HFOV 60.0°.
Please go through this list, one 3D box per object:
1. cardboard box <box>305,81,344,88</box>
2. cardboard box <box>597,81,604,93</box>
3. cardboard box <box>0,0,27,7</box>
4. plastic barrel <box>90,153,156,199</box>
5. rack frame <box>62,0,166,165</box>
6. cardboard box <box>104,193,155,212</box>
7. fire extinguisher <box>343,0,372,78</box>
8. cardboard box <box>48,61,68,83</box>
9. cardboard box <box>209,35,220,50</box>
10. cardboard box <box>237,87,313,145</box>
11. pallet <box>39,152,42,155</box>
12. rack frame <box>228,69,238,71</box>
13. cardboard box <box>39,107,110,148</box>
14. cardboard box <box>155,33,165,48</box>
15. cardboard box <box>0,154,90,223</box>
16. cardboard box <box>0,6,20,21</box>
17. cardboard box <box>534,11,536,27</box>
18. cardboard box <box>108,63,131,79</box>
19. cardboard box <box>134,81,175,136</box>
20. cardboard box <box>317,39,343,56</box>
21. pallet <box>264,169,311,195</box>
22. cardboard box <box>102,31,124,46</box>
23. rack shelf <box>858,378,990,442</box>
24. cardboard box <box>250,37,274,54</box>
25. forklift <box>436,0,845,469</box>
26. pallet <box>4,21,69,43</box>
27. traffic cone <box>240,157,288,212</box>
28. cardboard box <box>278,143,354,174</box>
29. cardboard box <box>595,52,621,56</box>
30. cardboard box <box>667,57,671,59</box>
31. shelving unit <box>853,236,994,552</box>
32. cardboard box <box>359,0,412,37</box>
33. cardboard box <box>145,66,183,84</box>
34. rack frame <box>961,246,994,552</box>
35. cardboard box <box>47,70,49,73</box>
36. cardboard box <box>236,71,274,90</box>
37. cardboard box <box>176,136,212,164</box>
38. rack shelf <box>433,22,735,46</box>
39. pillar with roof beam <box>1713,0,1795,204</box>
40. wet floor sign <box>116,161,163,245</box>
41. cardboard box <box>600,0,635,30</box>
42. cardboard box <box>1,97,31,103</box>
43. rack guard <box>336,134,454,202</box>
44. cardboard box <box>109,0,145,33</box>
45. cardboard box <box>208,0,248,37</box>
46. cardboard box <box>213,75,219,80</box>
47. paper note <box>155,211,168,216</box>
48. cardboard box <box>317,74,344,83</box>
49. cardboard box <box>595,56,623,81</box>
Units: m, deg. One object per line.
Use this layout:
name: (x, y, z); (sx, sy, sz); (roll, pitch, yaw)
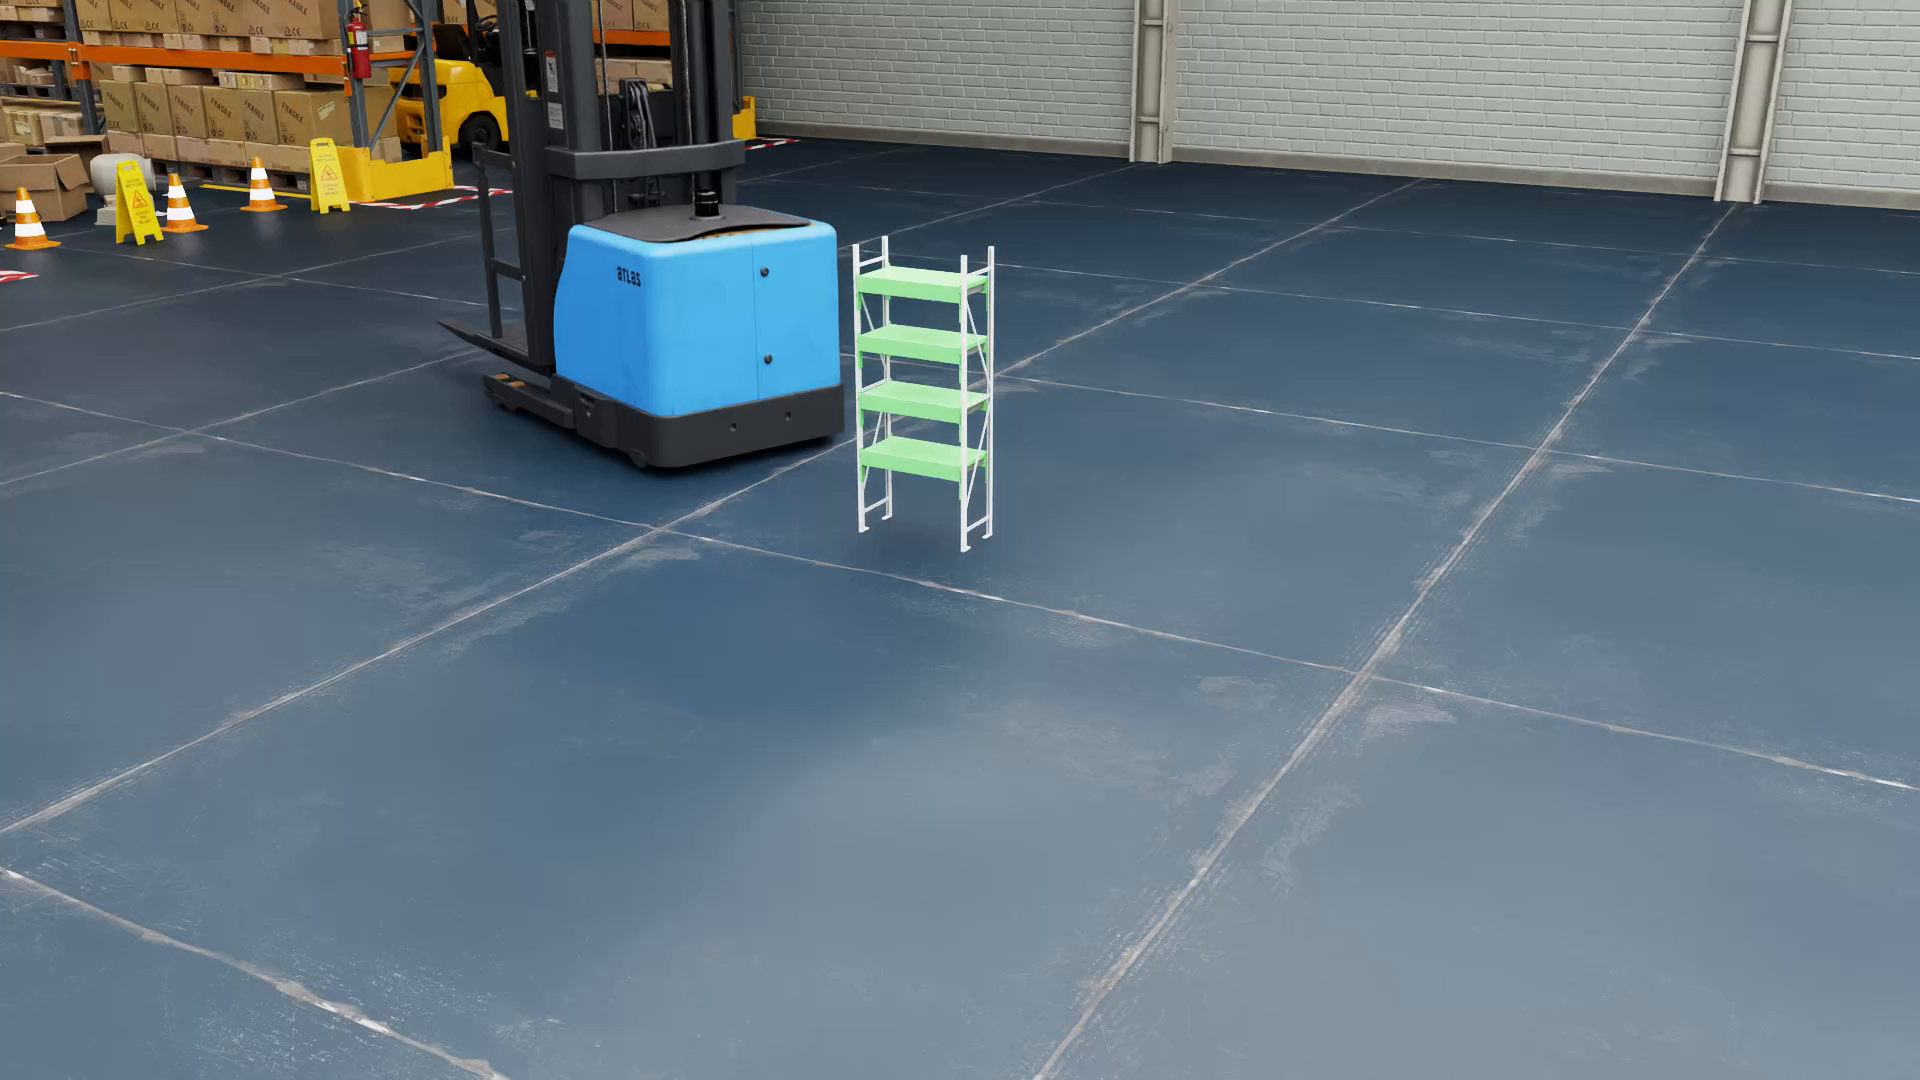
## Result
cardboard box: (-6.417, -4.320, 16.692); (0.500, 0.500, 0.500); (10, 22, 25)
cardboard box: (-4.422, -5.529, 20.392); (0.500, 0.250, 0.500); (10, 22, 26)
cardboard box: (-9.809, -5.897, 17.524); (0.500, 0.500, 0.500); (11, 23, 28)
plastic barrel: (-7.910, -3.438, 15.723); (0.512, 0.421, 0.421); (-7, 21, -20)
rack frame: (-8.860, -5.422, 17.413); (0.127, 3.000, 1.000); (11, 23, 27)
cardboard box: (-7.497, -3.033, 15.009); (0.380, 0.149, 0.250); (-11, 23, -29)
fire extinguisher: (-5.493, -4.564, 15.162); (0.183, 0.674, 0.296); (11, 23, 27)
cardboard box: (-13.889, -7.344, 26.040); (0.500, 0.311, 0.500); (12, 23, 29)
cardboard box: (-7.124, -4.897, 16.335); (0.250, 0.149, 0.380); (11, 23, 27)
cardboard box: (-6.652, -4.155, 16.239); (0.500, 0.500, 0.500); (12, 23, 29)
pallet: (-10.610, -4.443, 18.803); (1.213, 0.211, 1.003); (11, 23, 27)
rack frame: (-9.935, -7.565, 23.323); (0.127, 3.000, 1.000); (11, 23, 27)
cardboard box: (-9.320, -4.471, 18.028); (0.625, 0.372, 0.950); (11, 23, 28)
cardboard box: (-7.802, -5.008, 16.640); (0.250, 0.149, 0.380); (11, 23, 27)
cardboard box: (-8.136, -3.122, 14.733); (0.637, 0.503, 0.797); (-4, 20, -10)
cardboard box: (-9.908, -5.586, 17.618); (0.250, 0.149, 0.380); (10, 22, 26)
cardboard box: (-5.277, -6.630, 20.598); (0.500, 0.500, 0.500); (11, 22, 27)
cardboard box: (-12.211, -6.936, 24.636); (0.500, 0.500, 0.500); (10, 22, 26)
cardboard box: (-8.004, -4.415, 16.955); (0.500, 0.500, 0.500); (12, 23, 29)
cardboard box: (-5.799, -4.637, 15.618); (0.250, 0.149, 0.380); (12, 23, 29)
pallet: (-6.127, -3.604, 16.491); (1.213, 0.211, 1.003); (11, 23, 27)
cardboard box: (-8.496, -5.129, 16.975); (0.250, 0.149, 0.380); (12, 23, 29)
rack shelf: (-0.145, -0.532, 6.758); (0.480, 0.148, 0.258); (11, 23, 27)
cardboard box: (-6.527, -4.729, 15.872); (0.250, 0.149, 0.380); (11, 23, 28)
forklift: (-1.880, -2.137, 8.458); (1.130, 2.935, 3.031); (-15, 25, -36)
pallet: (-9.457, -5.502, 17.916); (1.213, 0.211, 1.003); (11, 23, 27)
traffic cone: (-6.373, -3.252, 15.151); (0.334, 0.463, 0.336); (11, 23, 27)
cardboard box: (-6.226, -3.720, 16.138); (0.500, 0.250, 0.500); (11, 23, 27)
cardboard box: (-4.591, -6.002, 20.962); (0.500, 0.250, 0.500); (10, 22, 26)
cardboard box: (-3.278, -5.746, 20.257); (0.500, 0.250, 0.500); (10, 22, 26)
shelving unit: (-0.145, -0.592, 6.736); (0.503, 1.200, 0.258); (11, 23, 27)
cardboard box: (-5.647, -5.105, 15.957); (0.500, 0.500, 0.500); (10, 22, 26)
cardboard box: (-7.948, -4.682, 16.739); (0.250, 0.149, 0.380); (12, 23, 29)
rack frame: (0.069, -0.551, 6.625); (0.015, 1.200, 0.240); (11, 23, 27)
cardboard box: (-14.267, -7.340, 26.267); (0.250, 0.149, 0.380); (10, 22, 27)
cardboard box: (-6.766, -4.458, 16.123); (0.250, 0.149, 0.380); (11, 23, 28)
cardboard box: (-7.541, -3.975, 16.842); (0.500, 0.250, 0.500); (10, 22, 27)
rack shelf: (-4.697, -6.229, 20.695); (4.000, 0.370, 1.077); (11, 23, 27)
pillar with roof beam: (5.258, -6.162, 10.656); (0.400, 9.000, 9.100); (11, 23, 27)
wet floor sign: (-6.703, -2.744, 13.484); (0.232, 0.644, 0.267); (7, 21, 18)
cardboard box: (-3.957, -6.375, 19.894); (0.500, 0.500, 0.500); (12, 23, 29)
cardboard box: (-11.216, -4.832, 19.025); (0.625, 0.372, 0.950); (10, 22, 26)
rack guard: (-5.435, -3.594, 16.041); (0.348, 0.500, 1.175); (11, 23, 27)
cardboard box: (-8.163, -5.376, 16.704); (0.500, 0.500, 0.500); (11, 23, 27)
cardboard box: (-6.847, -5.121, 16.000); (0.500, 0.500, 0.500); (11, 23, 27)
cardboard box: (-7.768, -4.577, 17.400); (0.500, 0.500, 0.500); (11, 23, 28)
paper note: (-7.164, -2.926, 14.886); (0.142, 0.019, 0.148); (3, 20, 9)
cardboard box: (-8.235, -6.321, 22.757); (0.625, 0.625, 0.875); (10, 22, 25)
cardboard box: (-4.399, -5.758, 20.289); (0.500, 0.250, 0.500); (11, 23, 28)
